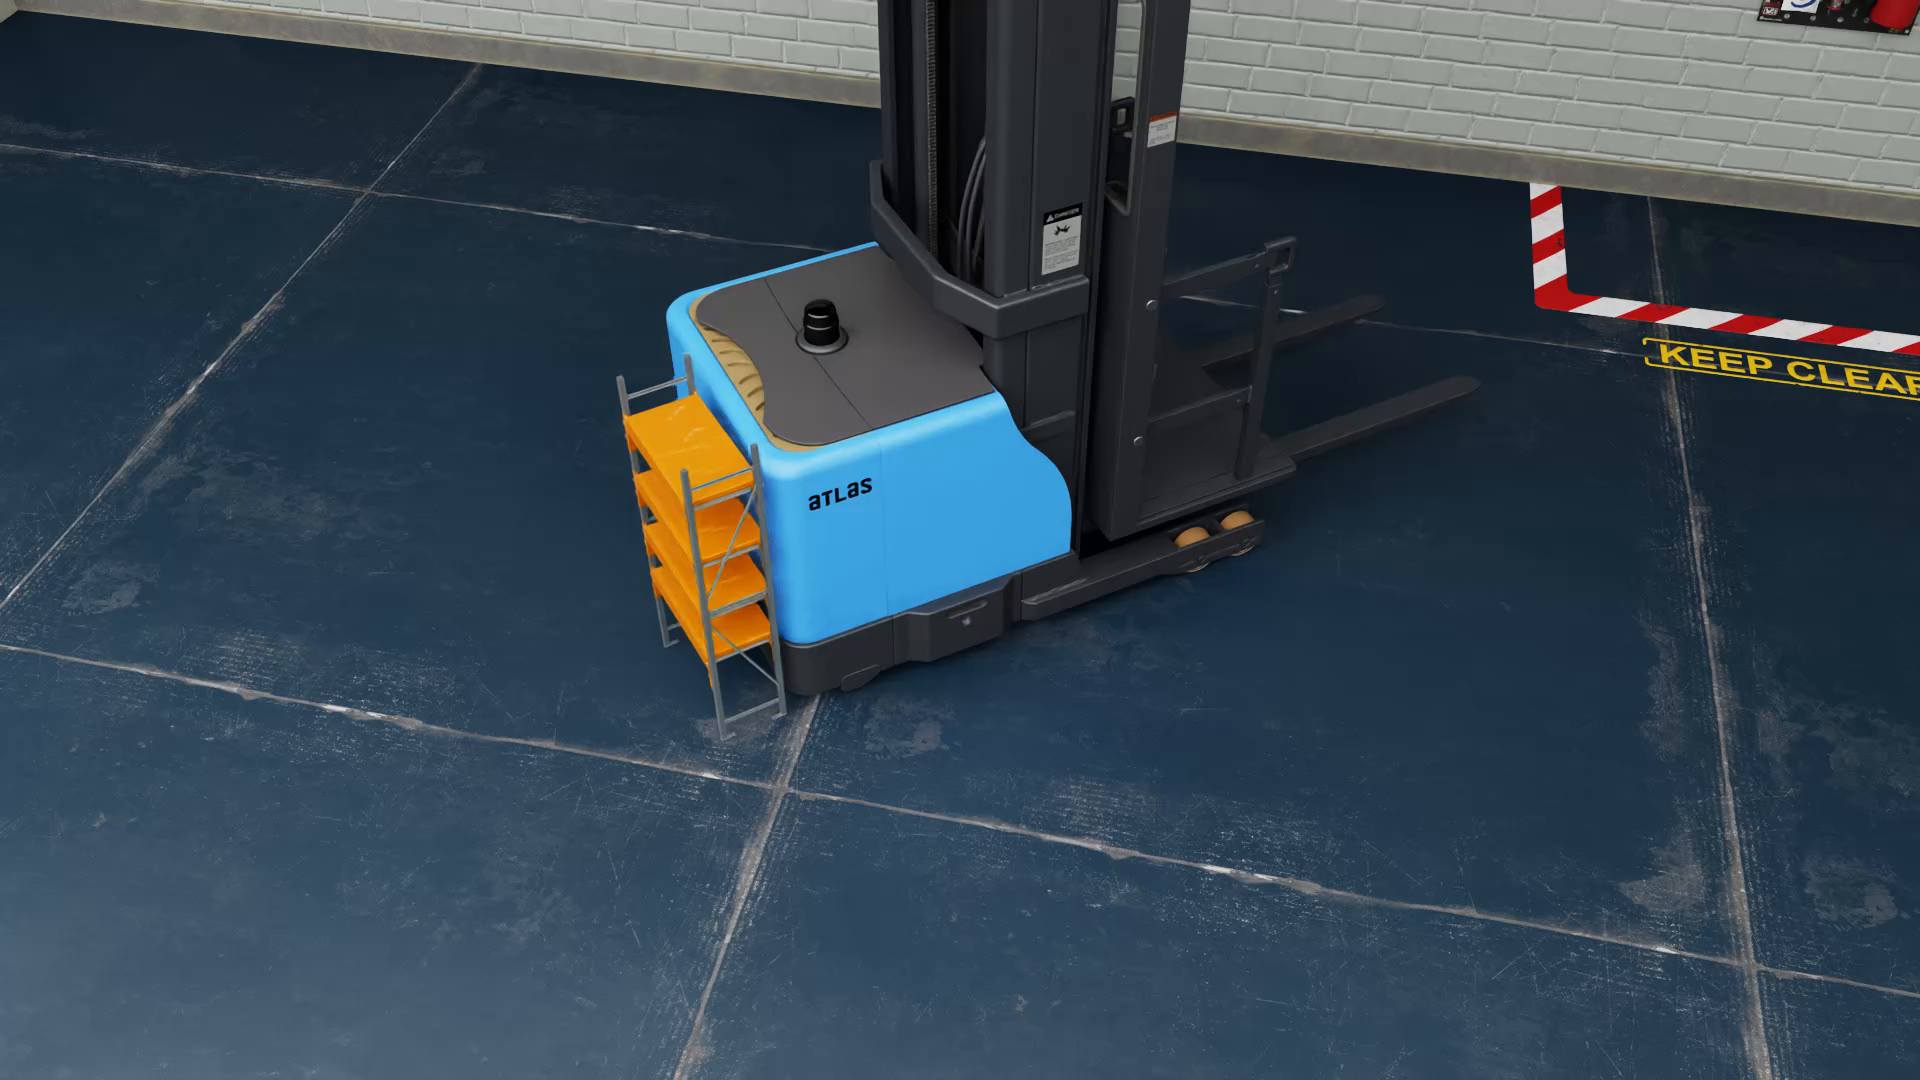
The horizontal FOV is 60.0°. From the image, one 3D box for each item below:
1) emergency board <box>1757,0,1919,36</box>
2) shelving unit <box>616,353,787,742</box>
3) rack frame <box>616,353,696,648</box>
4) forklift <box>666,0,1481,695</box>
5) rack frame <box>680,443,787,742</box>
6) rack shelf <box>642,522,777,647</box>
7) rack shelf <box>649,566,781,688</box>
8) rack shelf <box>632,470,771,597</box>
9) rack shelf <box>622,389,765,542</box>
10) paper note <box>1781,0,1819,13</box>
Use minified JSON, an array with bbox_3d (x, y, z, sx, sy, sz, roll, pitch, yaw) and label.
[{"bbox_3d":[3.793,-2.593,6.781,0.643,1.169,0.194,9,45,9],"label":"emergency board"},{"bbox_3d":[-0.814,0.049,5.333,0.258,1.200,0.503,-22,48,-21],"label":"shelving unit"},{"bbox_3d":[-0.935,-0.097,5.485,0.240,1.200,0.015,-22,48,-21],"label":"rack frame"},{"bbox_3d":[0.558,-1.249,5.434,3.031,2.935,1.130,-19,47,-19],"label":"forklift"},{"bbox_3d":[-0.692,0.196,5.180,0.240,1.200,0.015,-22,48,-21],"label":"rack frame"},{"bbox_3d":[-0.814,0.098,5.379,0.258,0.148,0.480,-22,48,-21],"label":"rack shelf"},{"bbox_3d":[-0.814,0.241,5.517,0.258,0.148,0.480,-22,48,-21],"label":"rack shelf"},{"bbox_3d":[-0.813,-0.063,5.224,0.258,0.148,0.480,-22,48,-21],"label":"rack shelf"},{"bbox_3d":[-0.812,-0.234,5.061,0.258,0.148,0.480,-22,48,-21],"label":"rack shelf"},{"bbox_3d":[3.635,-2.349,7.163,0.142,0.148,0.016,9,45,9],"label":"paper note"}]
